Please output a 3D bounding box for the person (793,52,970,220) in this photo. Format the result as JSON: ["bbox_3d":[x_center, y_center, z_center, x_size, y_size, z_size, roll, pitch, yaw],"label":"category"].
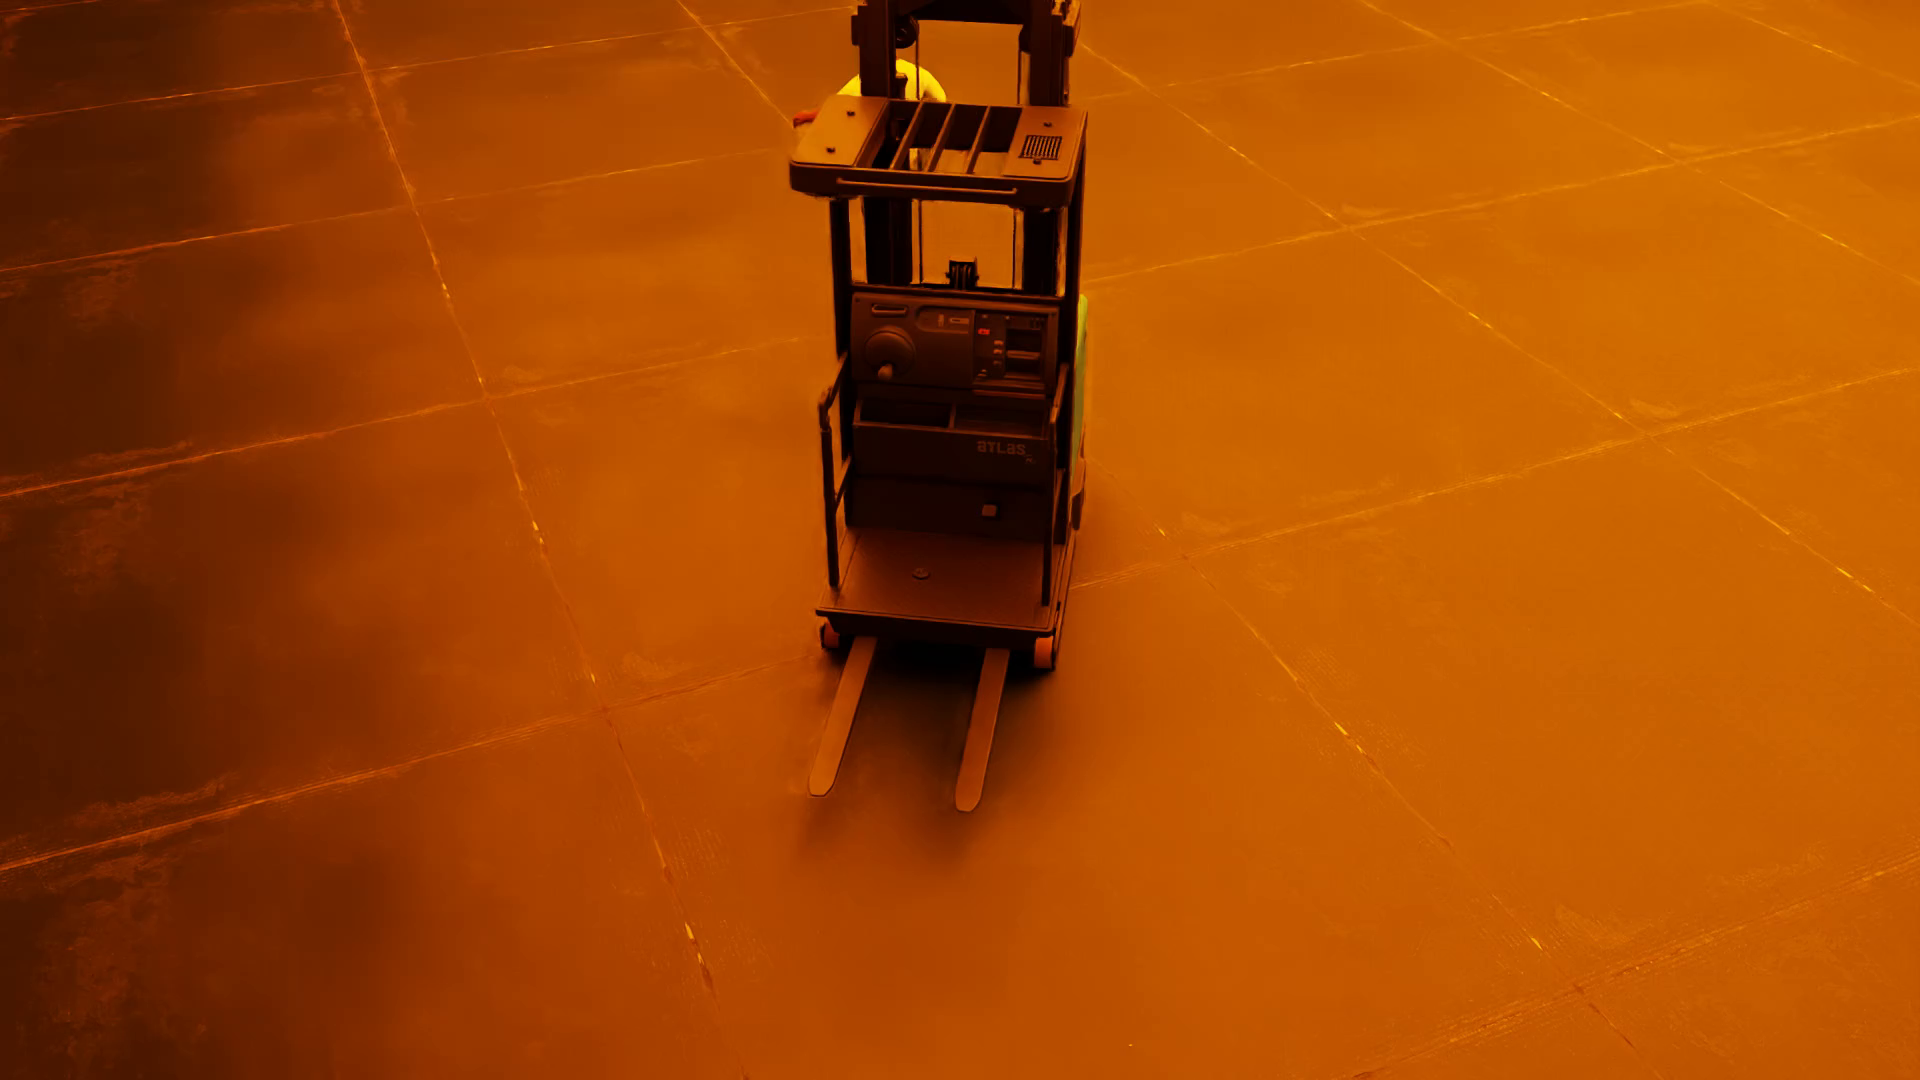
[{"bbox_3d":[-0.473,-2.514,10.680,1.033,1.749,0.738,-20,40,-26],"label":"person"}]

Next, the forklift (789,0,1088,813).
[{"bbox_3d":[-0.057,-0.812,7.240,1.130,2.935,3.031,5,36,7],"label":"forklift"}]
